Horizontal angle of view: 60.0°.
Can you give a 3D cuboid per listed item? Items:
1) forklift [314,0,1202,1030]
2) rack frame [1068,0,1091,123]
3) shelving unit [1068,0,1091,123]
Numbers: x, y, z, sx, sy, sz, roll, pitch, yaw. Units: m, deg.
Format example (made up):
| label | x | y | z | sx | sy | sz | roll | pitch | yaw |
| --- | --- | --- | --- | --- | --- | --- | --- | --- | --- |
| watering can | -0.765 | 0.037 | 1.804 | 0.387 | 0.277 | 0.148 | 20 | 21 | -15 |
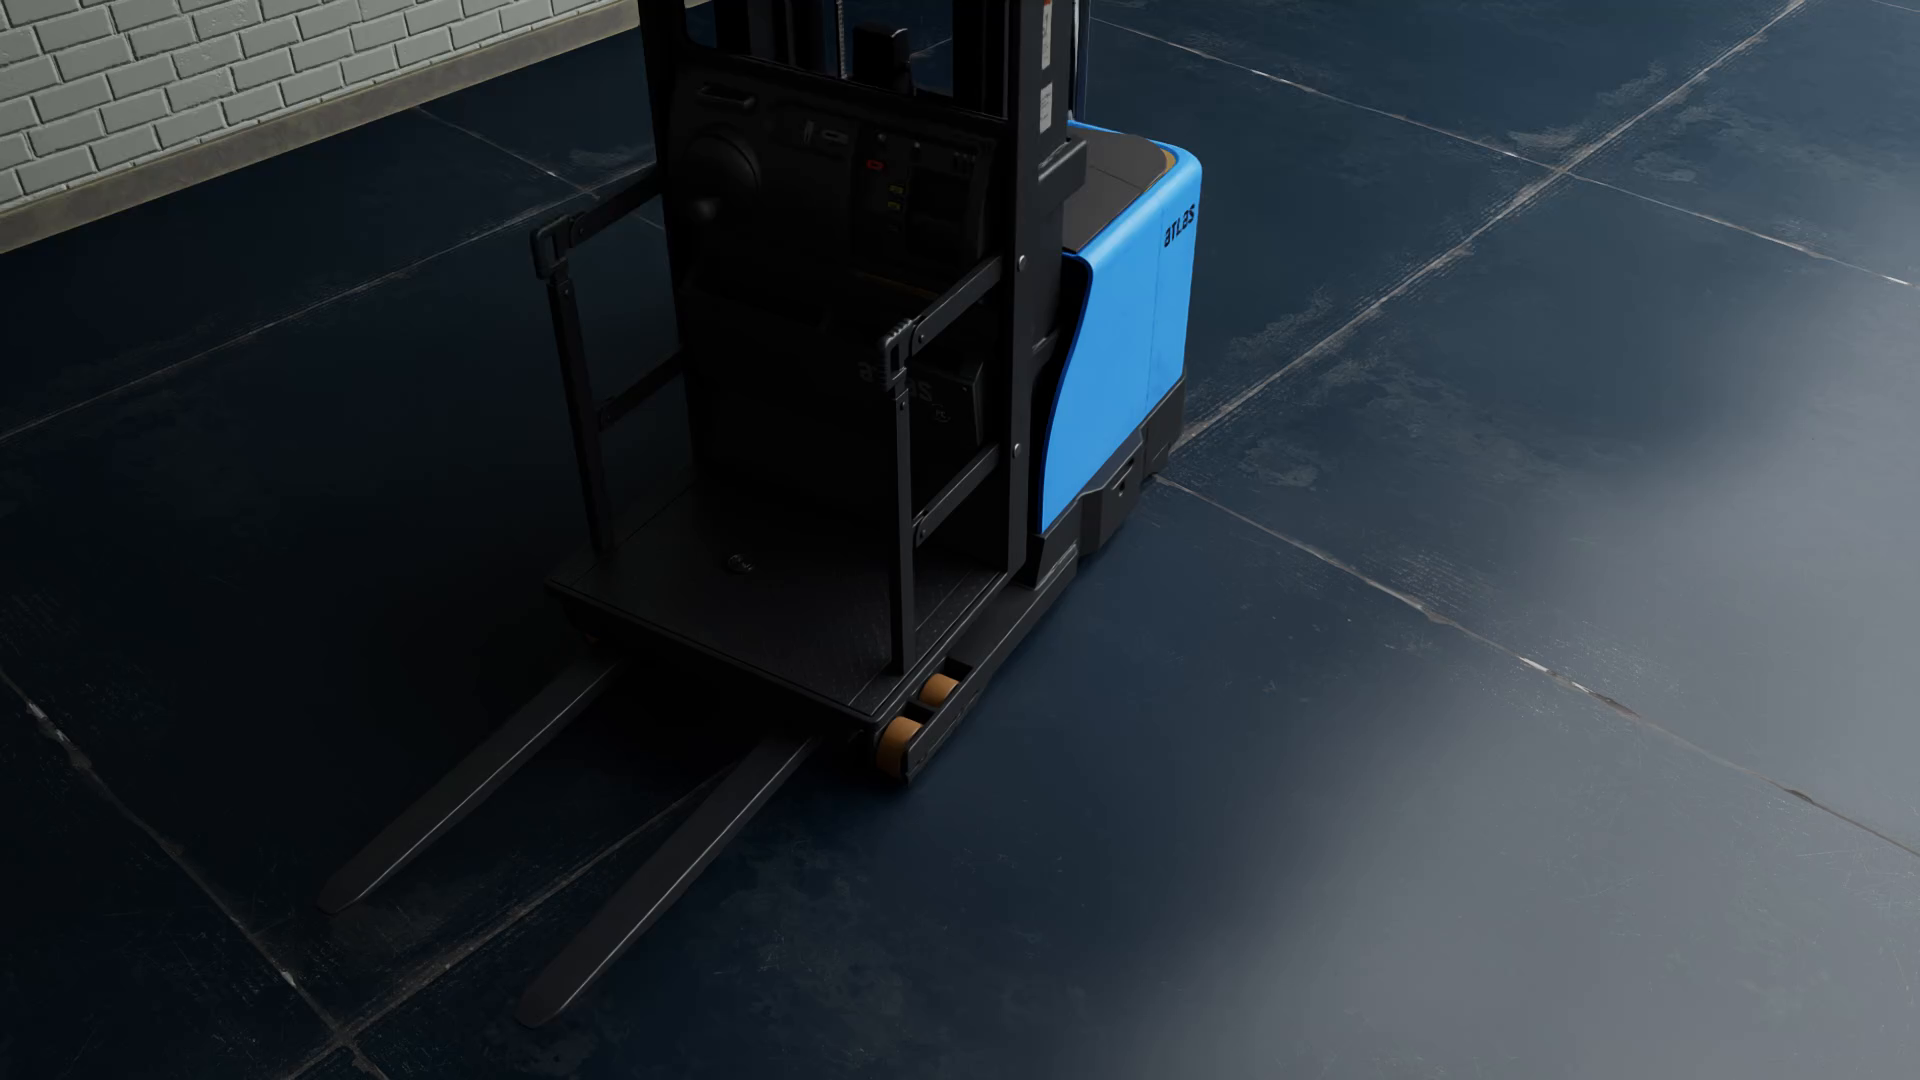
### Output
| label | x | y | z | sx | sy | sz | roll | pitch | yaw |
| --- | --- | --- | --- | --- | --- | --- | --- | --- | --- |
| forklift | -0.437 | -0.838 | 3.949 | 1.130 | 2.935 | 3.031 | 20 | 43 | 23 |
| rack frame | 0.395 | -1.404 | 5.811 | 0.032 | 1.500 | 0.500 | 0 | 38 | 0 |
| shelving unit | -0.104 | -1.402 | 5.808 | 1.083 | 1.500 | 0.587 | 0 | 38 | 0 |
